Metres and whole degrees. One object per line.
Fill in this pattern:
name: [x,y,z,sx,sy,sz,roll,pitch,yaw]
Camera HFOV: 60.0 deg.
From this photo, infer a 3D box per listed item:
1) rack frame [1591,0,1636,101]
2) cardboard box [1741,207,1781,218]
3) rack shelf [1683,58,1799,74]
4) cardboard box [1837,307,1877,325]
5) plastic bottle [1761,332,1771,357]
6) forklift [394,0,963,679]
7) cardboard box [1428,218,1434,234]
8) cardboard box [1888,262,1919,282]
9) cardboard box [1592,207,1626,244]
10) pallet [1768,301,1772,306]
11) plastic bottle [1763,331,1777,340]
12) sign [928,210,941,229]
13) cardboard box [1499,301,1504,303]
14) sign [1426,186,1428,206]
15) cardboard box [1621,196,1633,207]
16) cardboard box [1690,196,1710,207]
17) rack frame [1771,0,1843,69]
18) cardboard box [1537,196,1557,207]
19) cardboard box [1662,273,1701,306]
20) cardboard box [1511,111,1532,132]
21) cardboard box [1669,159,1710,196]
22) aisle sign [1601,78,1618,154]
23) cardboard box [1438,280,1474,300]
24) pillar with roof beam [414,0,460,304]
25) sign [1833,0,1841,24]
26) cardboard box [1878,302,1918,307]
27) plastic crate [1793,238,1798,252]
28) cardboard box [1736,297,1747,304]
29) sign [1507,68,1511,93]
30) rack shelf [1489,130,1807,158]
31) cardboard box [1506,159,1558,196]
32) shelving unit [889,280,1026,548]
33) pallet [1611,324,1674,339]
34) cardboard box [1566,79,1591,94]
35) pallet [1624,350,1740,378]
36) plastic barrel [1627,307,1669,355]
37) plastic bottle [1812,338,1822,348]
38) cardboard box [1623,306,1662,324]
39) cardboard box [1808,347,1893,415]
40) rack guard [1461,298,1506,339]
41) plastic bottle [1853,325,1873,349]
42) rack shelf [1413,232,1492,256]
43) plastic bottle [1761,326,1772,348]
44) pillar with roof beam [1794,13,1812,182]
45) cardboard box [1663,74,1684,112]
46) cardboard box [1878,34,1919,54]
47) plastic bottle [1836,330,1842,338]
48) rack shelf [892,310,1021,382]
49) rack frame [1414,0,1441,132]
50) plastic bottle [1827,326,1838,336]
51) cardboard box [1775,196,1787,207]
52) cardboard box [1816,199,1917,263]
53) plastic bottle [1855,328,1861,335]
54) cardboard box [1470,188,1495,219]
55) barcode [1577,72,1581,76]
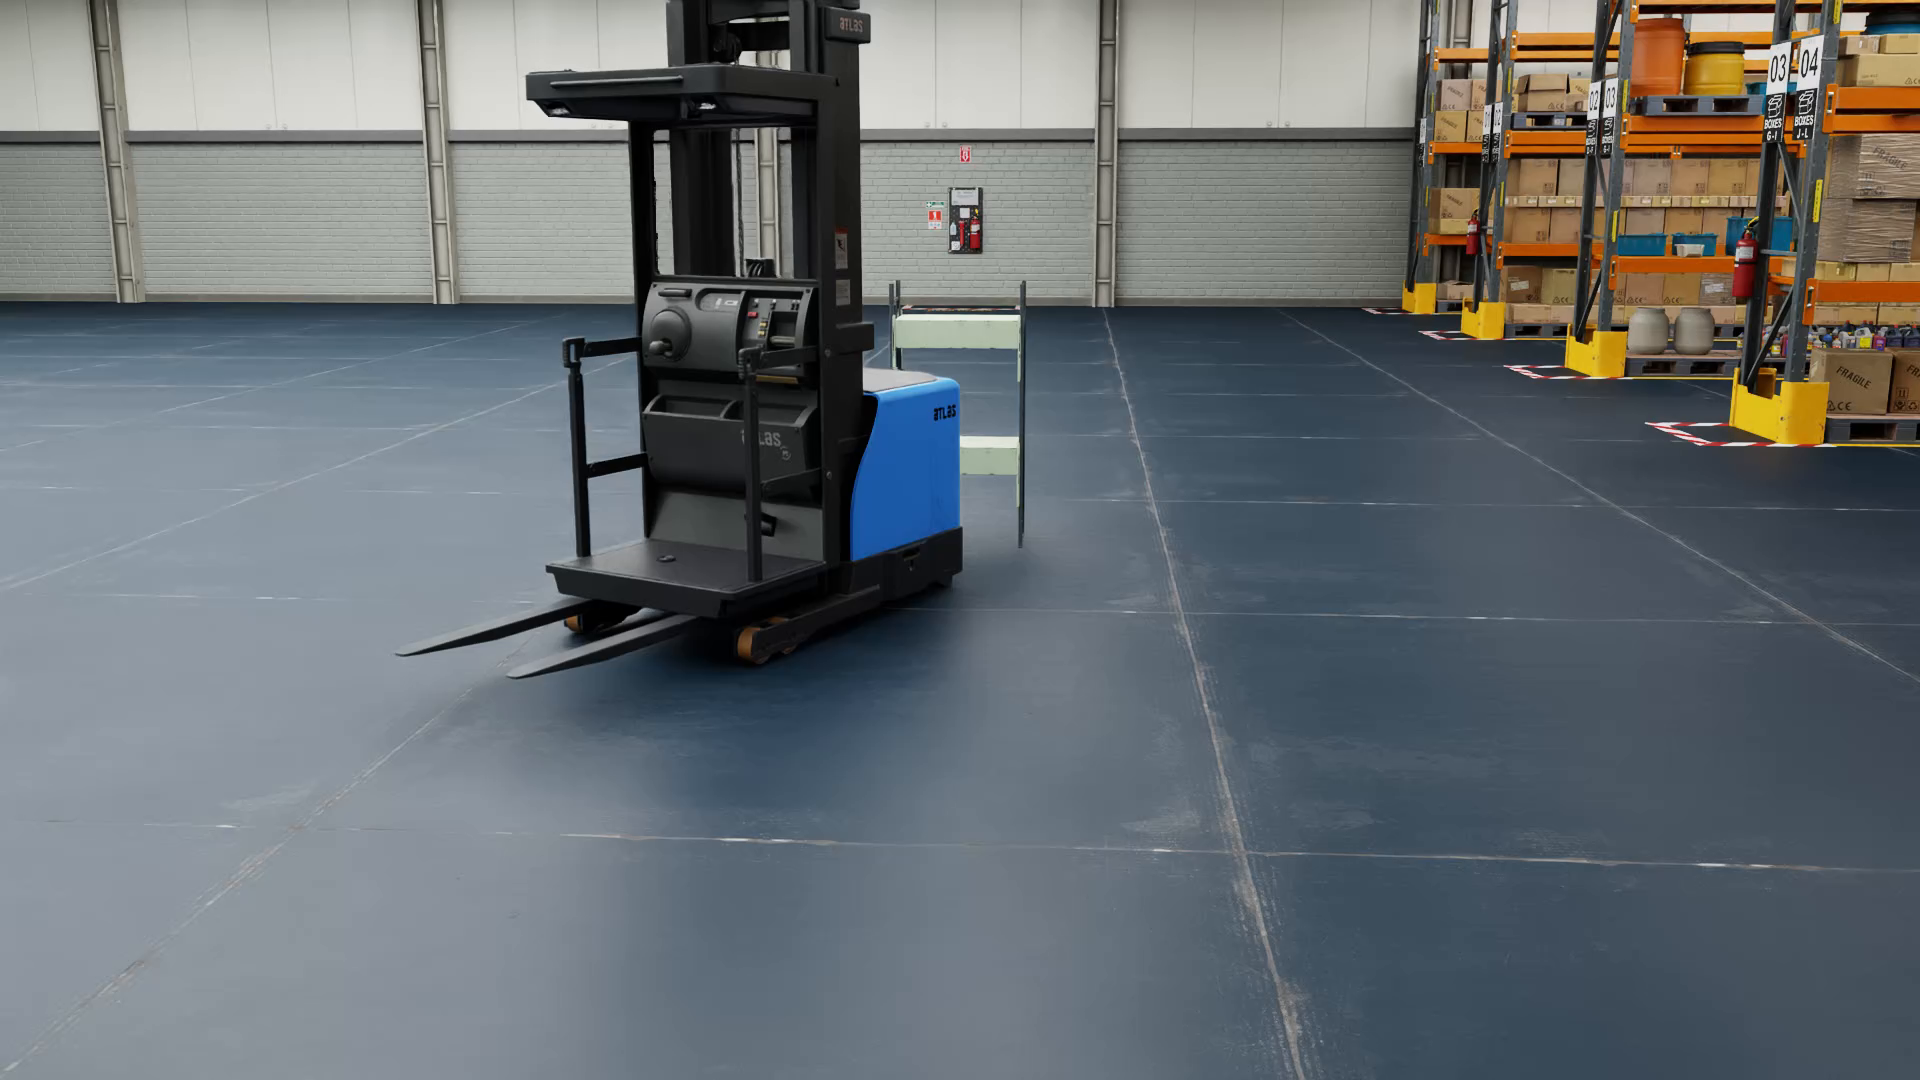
rack frame: [7.128,-6.310,17.954,0.127,3.000,1.000,1,12,4]
cardboard box: [11.010,-4.384,23.157,0.500,0.500,0.700,0,12,2]
rack shelf: [13.776,-7.704,27.352,4.000,0.370,1.077,1,12,4]
cardboard box: [12.349,-3.127,23.079,0.500,0.250,0.500,1,12,5]
plastic bottle: [8.916,-2.165,18.380,0.097,0.271,0.097,0,12,0]
forklift: [-1.171,-1.002,7.402,1.130,2.935,3.031,7,14,30]
cardboard box: [8.269,-5.367,28.416,0.500,0.250,0.500,1,12,5]
cardboard box: [7.562,-2.172,13.439,0.250,0.149,0.380,1,12,4]
cardboard box: [8.947,-4.411,23.285,0.500,0.500,0.700,1,12,4]
pallet: [13.778,-3.951,28.141,1.213,0.211,1.003,1,12,4]
plastic bottle: [9.233,-2.293,18.962,0.133,0.283,0.061,1,12,4]
sign: [-0.449,-5.734,29.767,0.234,0.329,0.001,1,12,4]
cardboard box: [8.017,-3.298,23.898,0.500,0.250,0.500,1,12,4]
sign: [7.754,-5.710,27.625,0.005,0.325,0.100,1,12,4]
cardboard box: [9.125,-4.685,23.011,0.250,0.149,0.380,1,12,3]
cardboard box: [10.153,-4.671,22.944,0.250,0.149,0.380,1,12,3]
rack frame: [6.797,-5.298,13.117,0.127,3.000,1.000,1,12,4]
cardboard box: [8.103,-4.699,23.078,0.250,0.149,0.380,0,12,2]
cardboard box: [9.979,-3.534,23.196,0.500,0.500,0.500,1,12,4]
cardboard box: [9.158,-6.848,27.558,0.500,0.500,0.500,1,12,6]
cardboard box: [10.006,-5.033,23.089,0.500,0.500,0.700,1,12,4]
aisle sign: [7.036,-4.587,18.021,0.004,0.787,0.394,1,12,4]
cardboard box: [8.474,-4.269,28.341,0.500,0.311,0.500,-1,12,-3]
pillar with roof beam: [-9.701,-7.868,25.401,0.400,9.000,9.100,1,12,4]
sign: [6.761,-4.147,12.805,0.005,0.325,0.100,1,12,4]
cardboard box: [12.865,-3.393,22.984,0.500,0.311,0.500,0,12,2]
plastic crate: [9.783,-3.291,18.693,0.662,0.188,0.450,1,12,4]
cardboard box: [11.012,-3.627,23.642,0.500,0.500,0.500,1,12,4]
sign: [7.419,-6.207,22.459,0.005,0.325,0.100,1,12,4]
rack shelf: [9.458,-5.474,23.041,4.000,0.370,1.077,1,12,4]
cardboard box: [7.980,-5.059,23.216,0.500,0.500,0.700,1,12,4]
shelving unit: [-0.007,-0.734,9.615,0.755,1.500,0.431,1,12,4]
pallet: [9.442,-3.001,23.600,1.213,0.211,1.003,1,12,4]
cardboard box: [10.193,-7.321,27.378,0.500,0.500,0.500,0,12,2]
pallet: [8.017,-2.005,18.836,1.213,0.211,1.003,1,12,4]
plastic barrel: [7.789,-2.368,18.812,0.421,0.512,0.421,0,12,0]
plastic bottle: [9.457,-2.123,18.351,0.097,0.201,0.097,0,12,0]
cardboard box: [9.479,-3.171,23.292,0.500,0.250,0.500,1,12,4]
cardboard box: [7.419,-1.332,13.887,0.500,0.500,0.500,3,12,14]
rack guard: [7.438,-3.162,23.663,0.348,0.500,1.175,1,12,4]
plastic bottle: [9.943,-2.194,18.327,0.185,0.351,0.144,1,12,3]
rack shelf: [9.785,-5.018,28.187,4.000,0.370,1.077,1,12,4]
plastic bottle: [9.239,-2.311,19.067,0.135,0.276,0.152,1,12,4]
pillar with roof beam: [14.245,-7.539,23.832,0.400,9.000,9.100,1,12,4]
cardboard box: [9.819,-6.172,23.000,0.637,0.503,0.797,2,12,10]
cardboard box: [7.308,-3.877,13.043,0.250,0.149,0.380,1,12,5]
plastic bottle: [9.788,-2.186,18.453,0.133,0.283,0.061,1,12,4]
rack shelf: [-0.007,-1.116,9.535,0.720,0.370,0.431,1,12,4]
rack frame: [7.790,-8.334,27.629,0.127,3.000,1.000,1,12,4]
plastic bottle: [9.991,-2.314,19.062,0.133,0.283,0.061,1,12,6]
cardboard box: [11.168,-4.657,22.876,0.250,0.149,0.380,1,12,4]
cardboard box: [7.344,-2.543,13.628,0.500,0.500,0.875,1,12,4]
plastic bottle: [10.188,-2.272,18.891,0.097,0.271,0.097,0,12,0]
cardboard box: [8.738,-5.624,27.813,0.500,0.500,0.500,1,12,4]
barcode: [10.423,-7.847,27.991,0.075,0.075,0.001,1,12,4]
